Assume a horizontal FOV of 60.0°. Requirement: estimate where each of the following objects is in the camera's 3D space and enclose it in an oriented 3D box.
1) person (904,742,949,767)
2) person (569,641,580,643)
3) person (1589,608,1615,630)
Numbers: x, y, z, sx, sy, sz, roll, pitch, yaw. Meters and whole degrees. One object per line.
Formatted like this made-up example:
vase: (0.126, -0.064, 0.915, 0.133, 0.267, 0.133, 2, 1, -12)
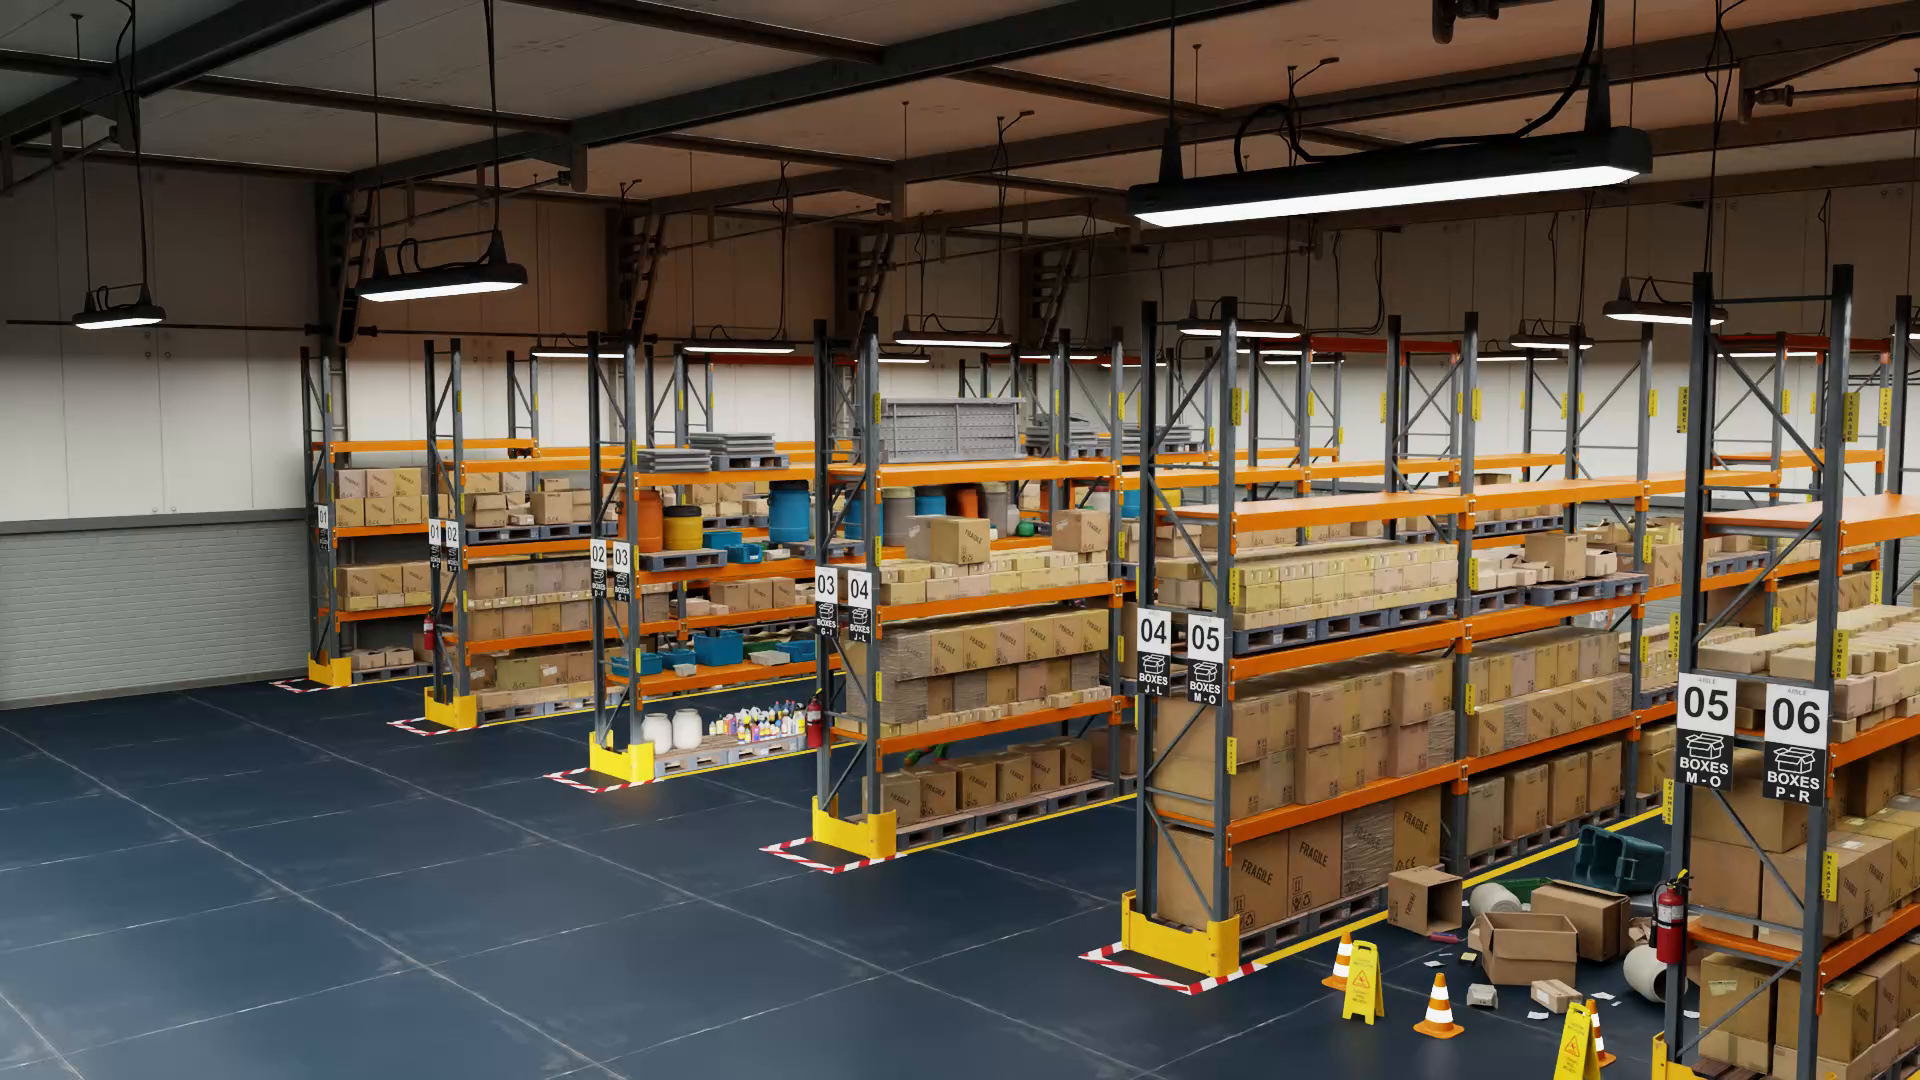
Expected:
person: (-0.377, 2.335, 22.024, 0.725, 1.774, 0.549, -1, 5, -8)
person: (-7.006, 1.708, 30.113, 0.572, 1.656, 0.390, -2, 5, -19)
person: (12.300, 1.544, 31.745, 0.757, 1.632, 0.489, -2, 5, -18)
